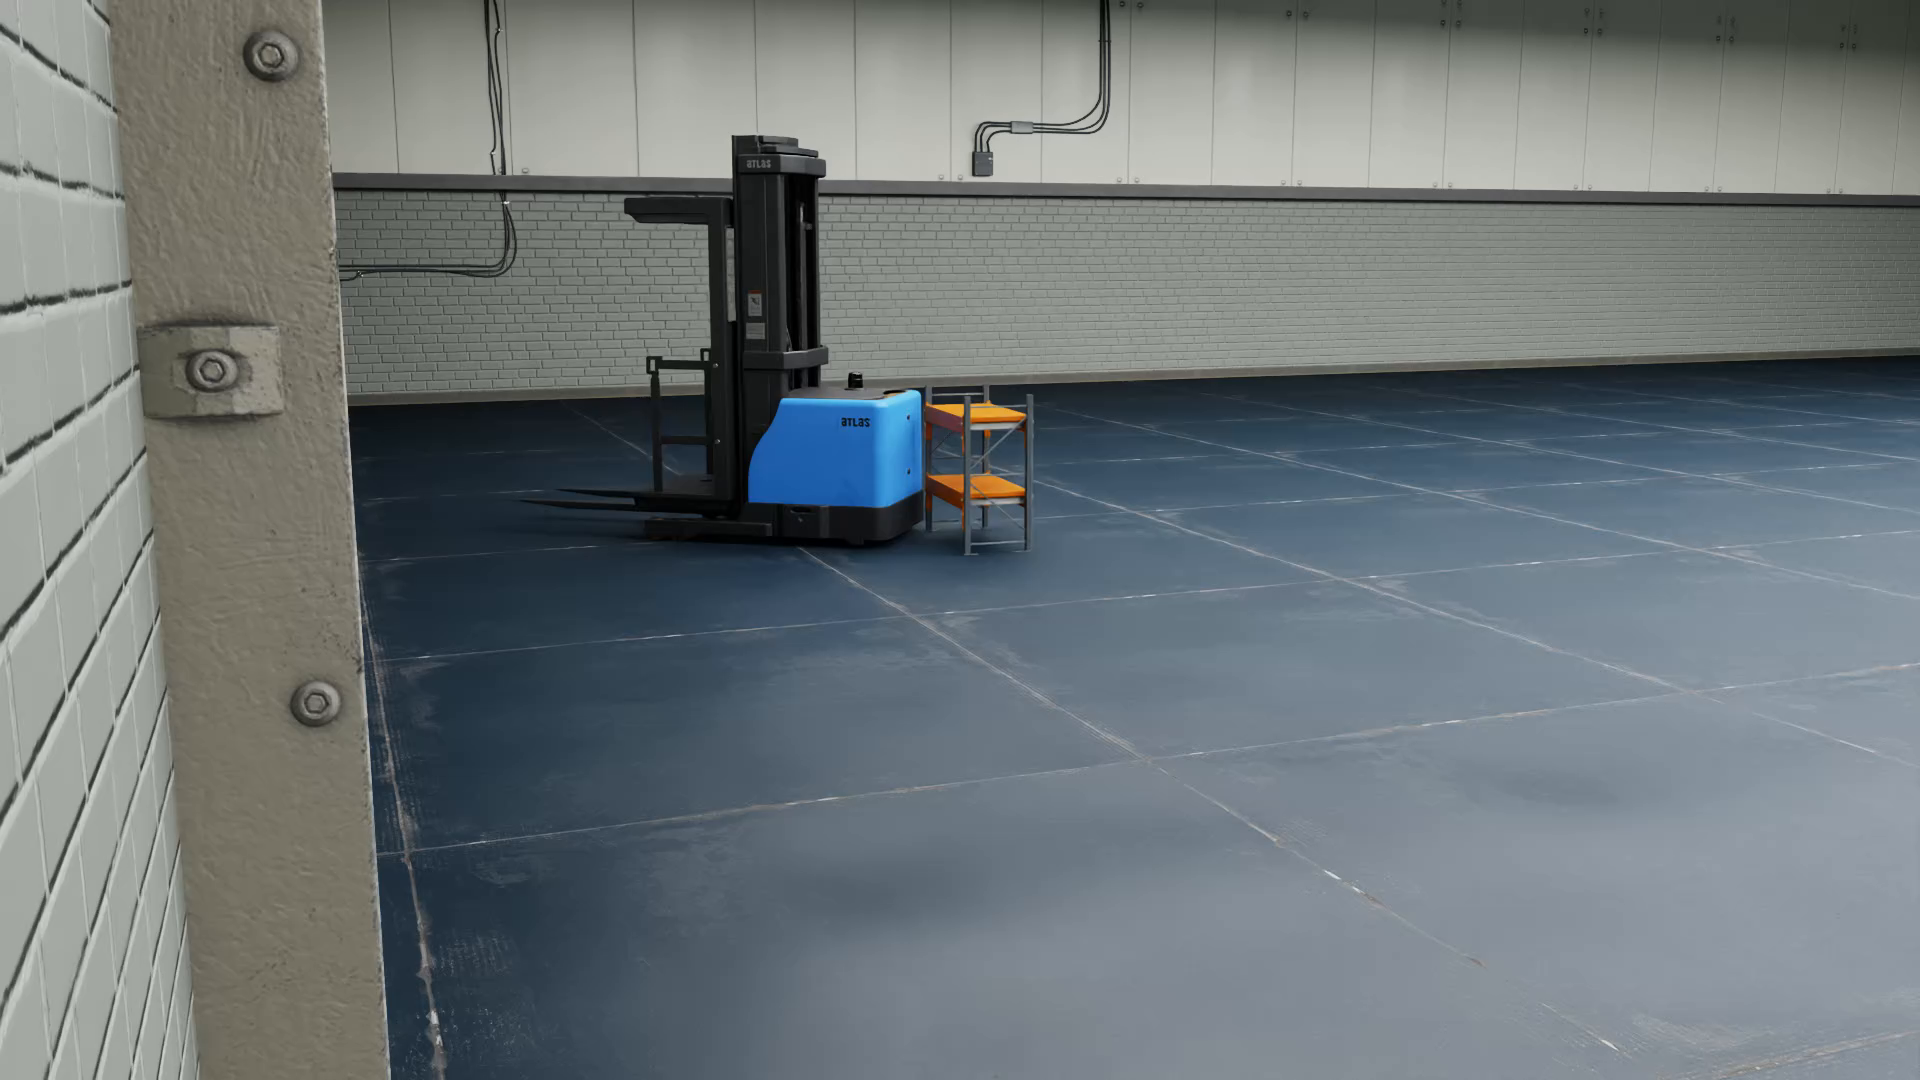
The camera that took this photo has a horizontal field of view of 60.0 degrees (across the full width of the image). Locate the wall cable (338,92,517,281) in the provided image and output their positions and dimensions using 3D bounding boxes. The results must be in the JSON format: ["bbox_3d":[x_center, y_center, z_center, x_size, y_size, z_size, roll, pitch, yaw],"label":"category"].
[{"bbox_3d":[-7.569,-4.765,22.339,3.097,2.526,0.112,-4,11,-21],"label":"wall cable"}]

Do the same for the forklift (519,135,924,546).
[{"bbox_3d":[-1.856,-1.519,12.549,3.031,2.935,1.130,3,10,14],"label":"forklift"}]

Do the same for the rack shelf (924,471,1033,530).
[{"bbox_3d":[0.125,-0.300,12.251,0.538,0.278,1.000,-3,11,-16],"label":"rack shelf"}]

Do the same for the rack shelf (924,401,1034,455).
[{"bbox_3d":[0.125,-0.829,12.157,0.538,0.278,1.000,-3,11,-16],"label":"rack shelf"}]

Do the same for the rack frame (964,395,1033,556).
[{"bbox_3d":[0.269,-0.456,11.728,0.500,1.125,0.032,-3,11,-16],"label":"rack frame"}]

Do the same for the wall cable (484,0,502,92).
[{"bbox_3d":[-5.048,-7.424,22.862,3.097,2.526,0.112,-4,11,-21],"label":"wall cable"}]

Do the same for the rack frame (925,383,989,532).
[{"bbox_3d":[-0.020,-0.626,12.688,0.500,1.125,0.032,-3,11,-16],"label":"rack frame"}]

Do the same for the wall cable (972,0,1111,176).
[{"bbox_3d":[1.285,-8.568,25.142,2.305,6.003,0.169,-4,11,-21],"label":"wall cable"}]

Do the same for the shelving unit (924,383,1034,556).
[{"bbox_3d":[0.125,-0.541,12.208,0.538,1.125,1.048,-3,11,-16],"label":"shelving unit"}]
